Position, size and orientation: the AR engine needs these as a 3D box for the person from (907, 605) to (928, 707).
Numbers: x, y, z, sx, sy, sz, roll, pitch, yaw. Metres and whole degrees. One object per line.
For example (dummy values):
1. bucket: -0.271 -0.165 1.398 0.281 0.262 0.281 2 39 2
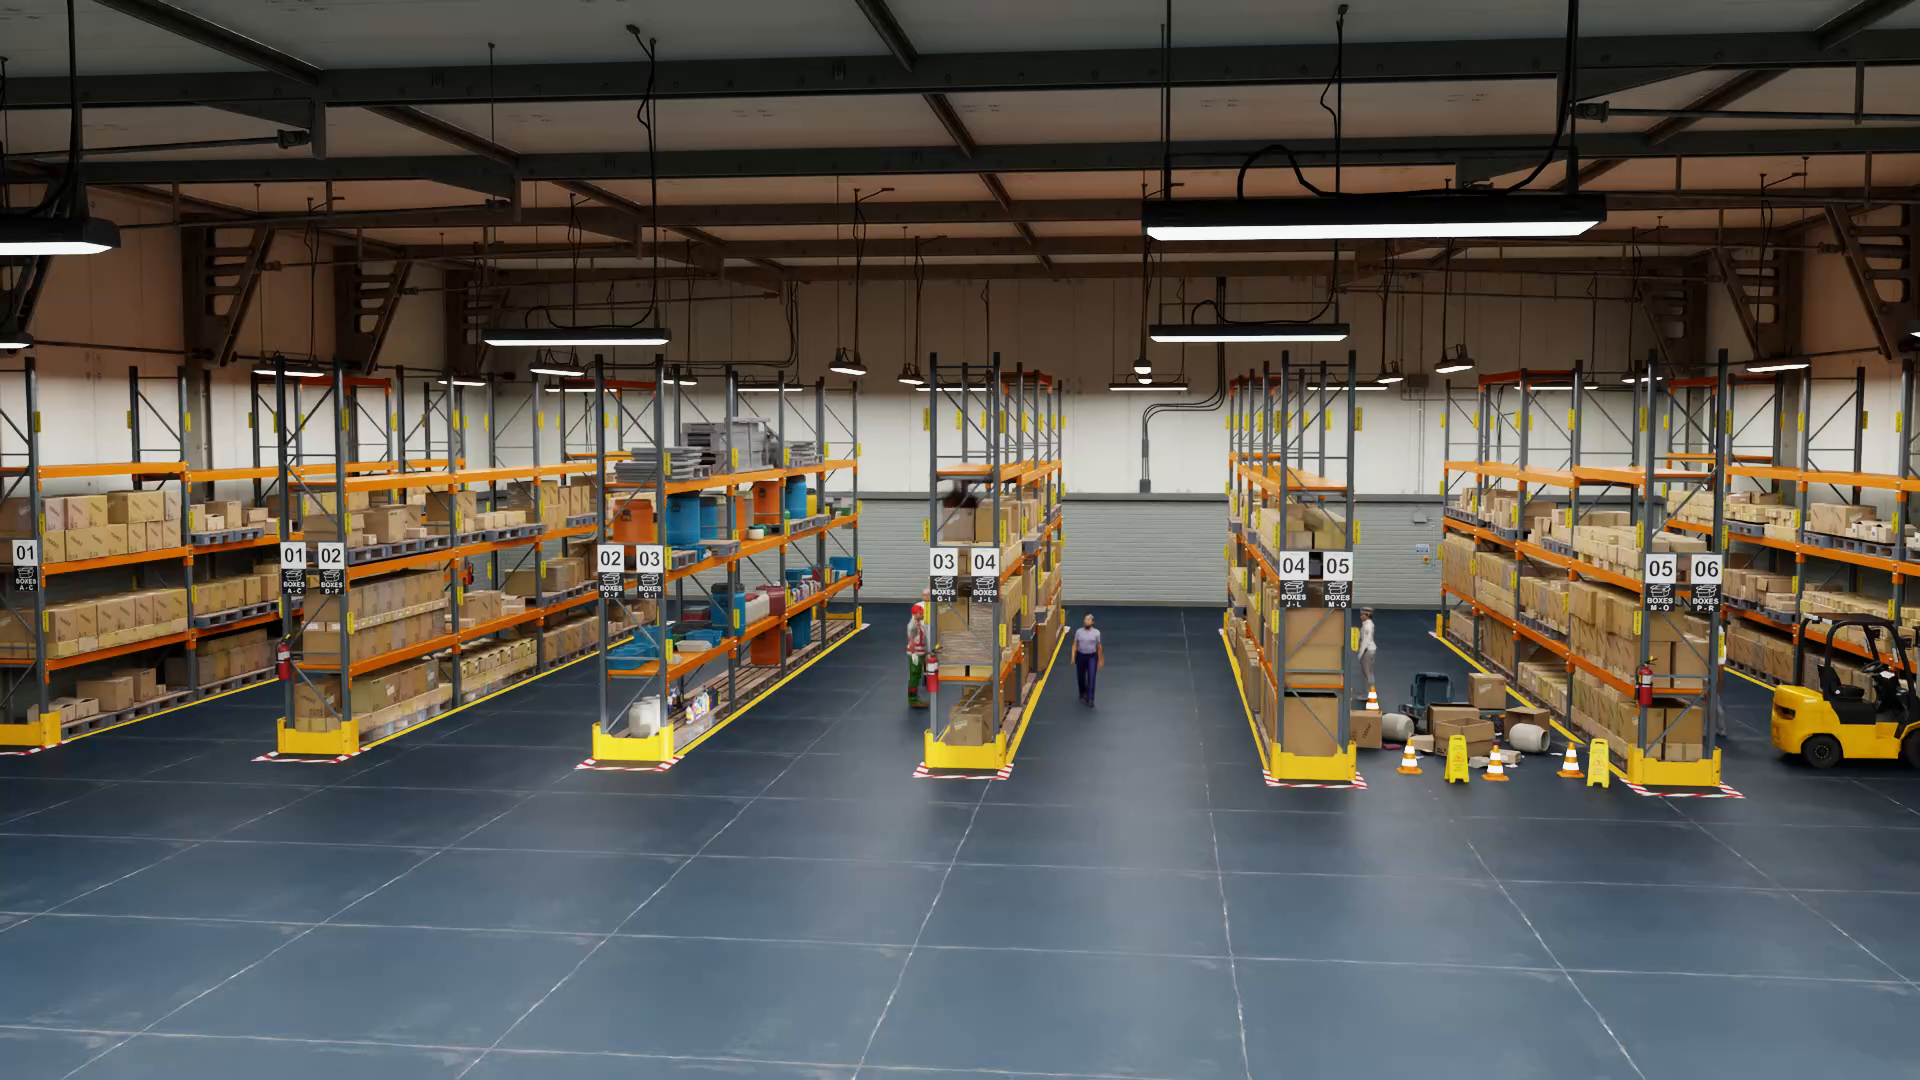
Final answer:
1. person: -0.736 2.027 29.236 0.374 1.791 0.640 1 4 10

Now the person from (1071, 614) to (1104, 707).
1. person: 2.263 2.120 29.482 0.576 1.599 0.946 1 4 9

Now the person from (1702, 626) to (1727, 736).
1. person: 12.026 2.246 26.600 0.453 1.772 0.603 3 5 33

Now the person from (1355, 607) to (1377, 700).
1. person: 7.326 2.042 29.973 0.358 1.685 0.494 2 4 24

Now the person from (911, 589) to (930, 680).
1. person: -0.668 1.826 32.205 0.576 1.728 1.049 1 4 12
